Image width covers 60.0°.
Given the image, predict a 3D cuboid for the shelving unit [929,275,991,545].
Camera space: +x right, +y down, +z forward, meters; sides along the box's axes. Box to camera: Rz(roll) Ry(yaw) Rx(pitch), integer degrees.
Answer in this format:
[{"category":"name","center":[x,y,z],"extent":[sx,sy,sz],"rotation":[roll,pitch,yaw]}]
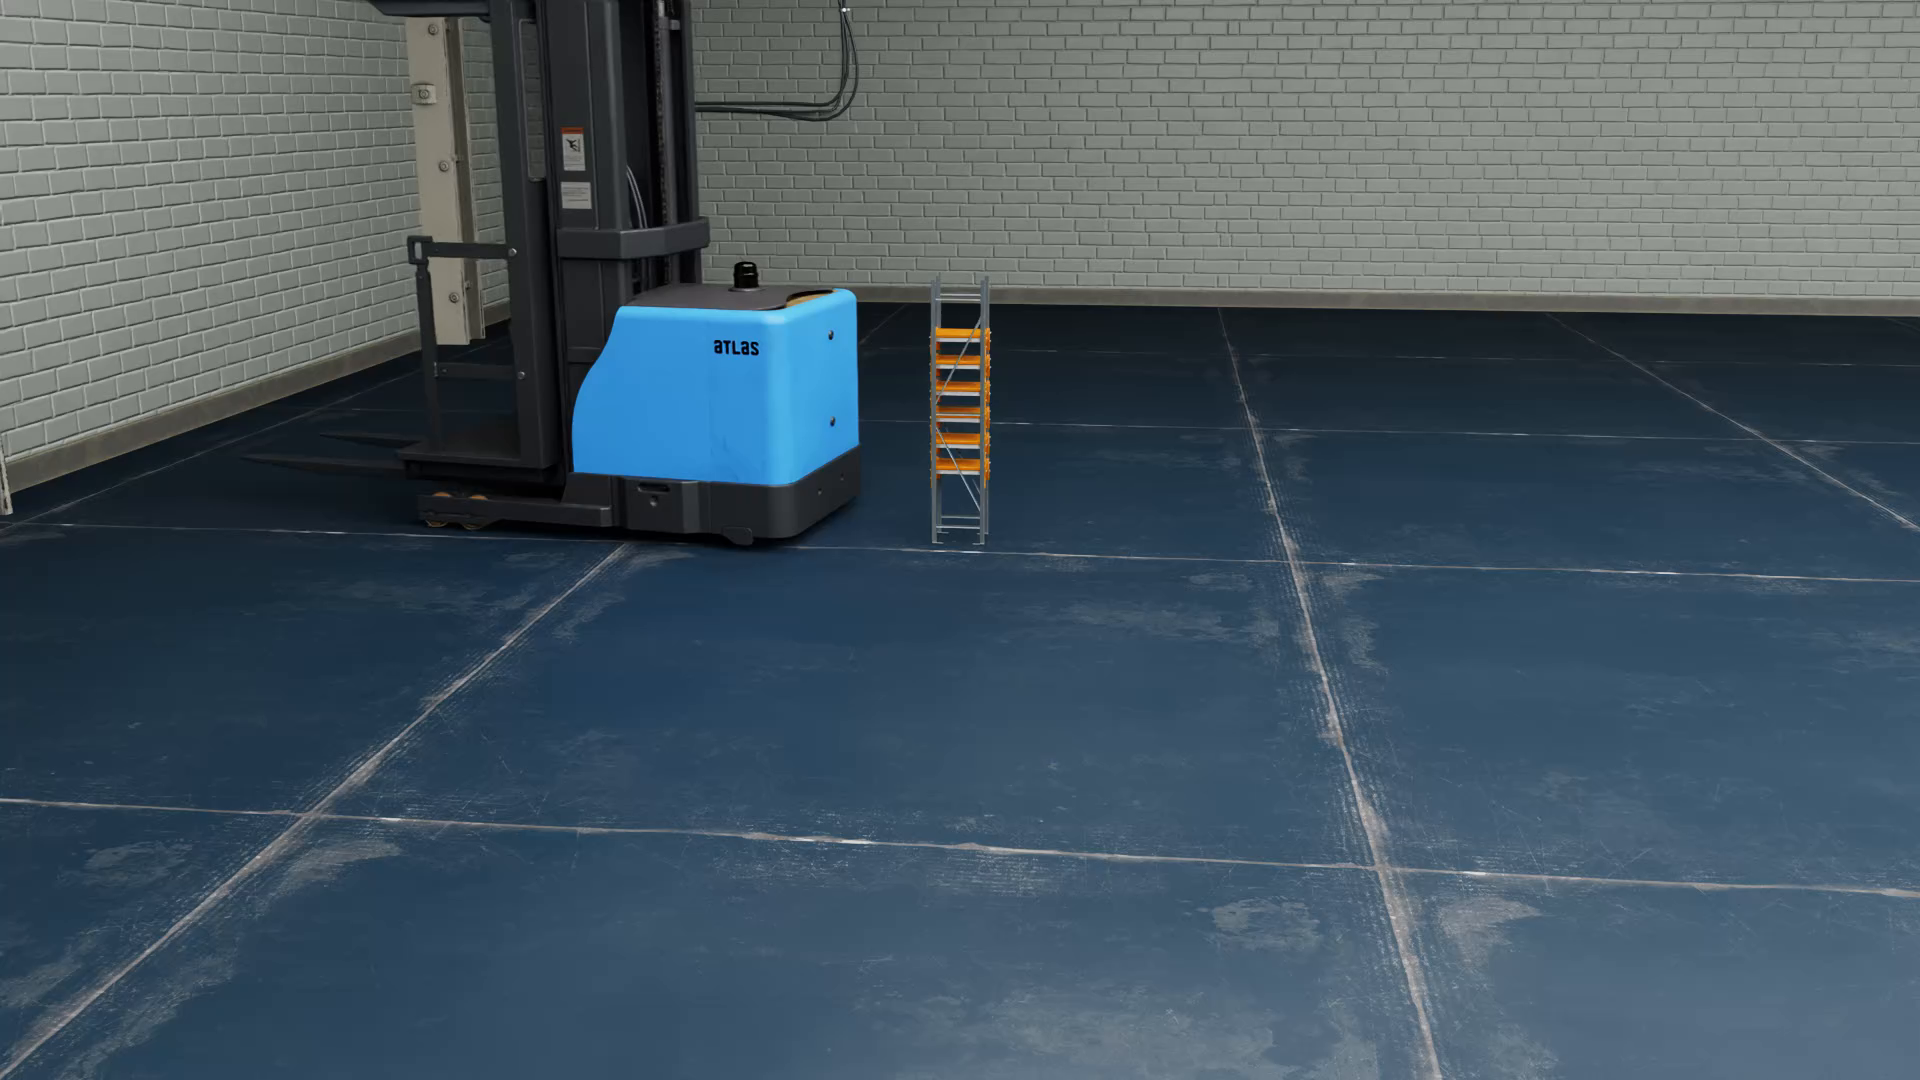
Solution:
[{"category":"shelving unit","center":[0.002,-0.583,7.519],"extent":[0.258,1.200,0.189],"rotation":[2,15,6]}]

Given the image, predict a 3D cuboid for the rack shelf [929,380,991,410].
[{"category":"rack shelf","center":[0.002,-0.656,7.500],"extent":[0.258,0.103,0.180],"rotation":[2,15,6]}]

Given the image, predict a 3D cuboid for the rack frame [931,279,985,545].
[{"category":"rack frame","center":[-0.009,-0.559,7.432],"extent":[0.240,1.200,0.006],"rotation":[2,15,6]}]

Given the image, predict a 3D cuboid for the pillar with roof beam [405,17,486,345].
[{"category":"pillar with roof beam","center":[0.134,-5.863,12.104],"extent":[9.100,9.000,0.400],"rotation":[2,15,6]}]

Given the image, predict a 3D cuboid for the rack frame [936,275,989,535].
[{"category":"rack frame","center":[0.012,-0.607,7.607],"extent":[0.240,1.200,0.006],"rotation":[2,15,6]}]

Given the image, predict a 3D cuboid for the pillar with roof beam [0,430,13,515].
[{"category":"pillar with roof beam","center":[-0.543,-4.307,6.349],"extent":[9.100,9.000,0.400],"rotation":[2,15,6]}]

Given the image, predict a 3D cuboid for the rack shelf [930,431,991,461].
[{"category":"rack shelf","center":[0.002,-0.424,7.562],"extent":[0.258,0.103,0.180],"rotation":[2,15,6]}]

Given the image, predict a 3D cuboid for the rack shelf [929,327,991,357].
[{"category":"rack shelf","center":[0.002,-0.888,7.437],"extent":[0.258,0.103,0.180],"rotation":[2,15,6]}]

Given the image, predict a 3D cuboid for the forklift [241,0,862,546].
[{"category":"forklift","center":[-2.062,-1.586,7.914],"extent":[3.031,2.935,1.130],"rotation":[4,16,16]}]

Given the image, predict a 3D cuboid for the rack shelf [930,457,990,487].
[{"category":"rack shelf","center":[0.002,-0.308,7.594],"extent":[0.258,0.103,0.180],"rotation":[2,15,6]}]

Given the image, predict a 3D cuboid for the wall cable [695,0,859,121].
[{"category":"wall cable","center":[-2.497,-5.216,15.660],"extent":[3.097,2.526,0.112],"rotation":[2,15,6]}]

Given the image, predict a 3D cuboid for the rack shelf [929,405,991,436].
[{"category":"rack shelf","center":[0.002,-0.540,7.531],"extent":[0.258,0.103,0.180],"rotation":[2,15,6]}]

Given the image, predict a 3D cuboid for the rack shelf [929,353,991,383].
[{"category":"rack shelf","center":[0.002,-0.772,7.468],"extent":[0.258,0.103,0.180],"rotation":[2,15,6]}]
